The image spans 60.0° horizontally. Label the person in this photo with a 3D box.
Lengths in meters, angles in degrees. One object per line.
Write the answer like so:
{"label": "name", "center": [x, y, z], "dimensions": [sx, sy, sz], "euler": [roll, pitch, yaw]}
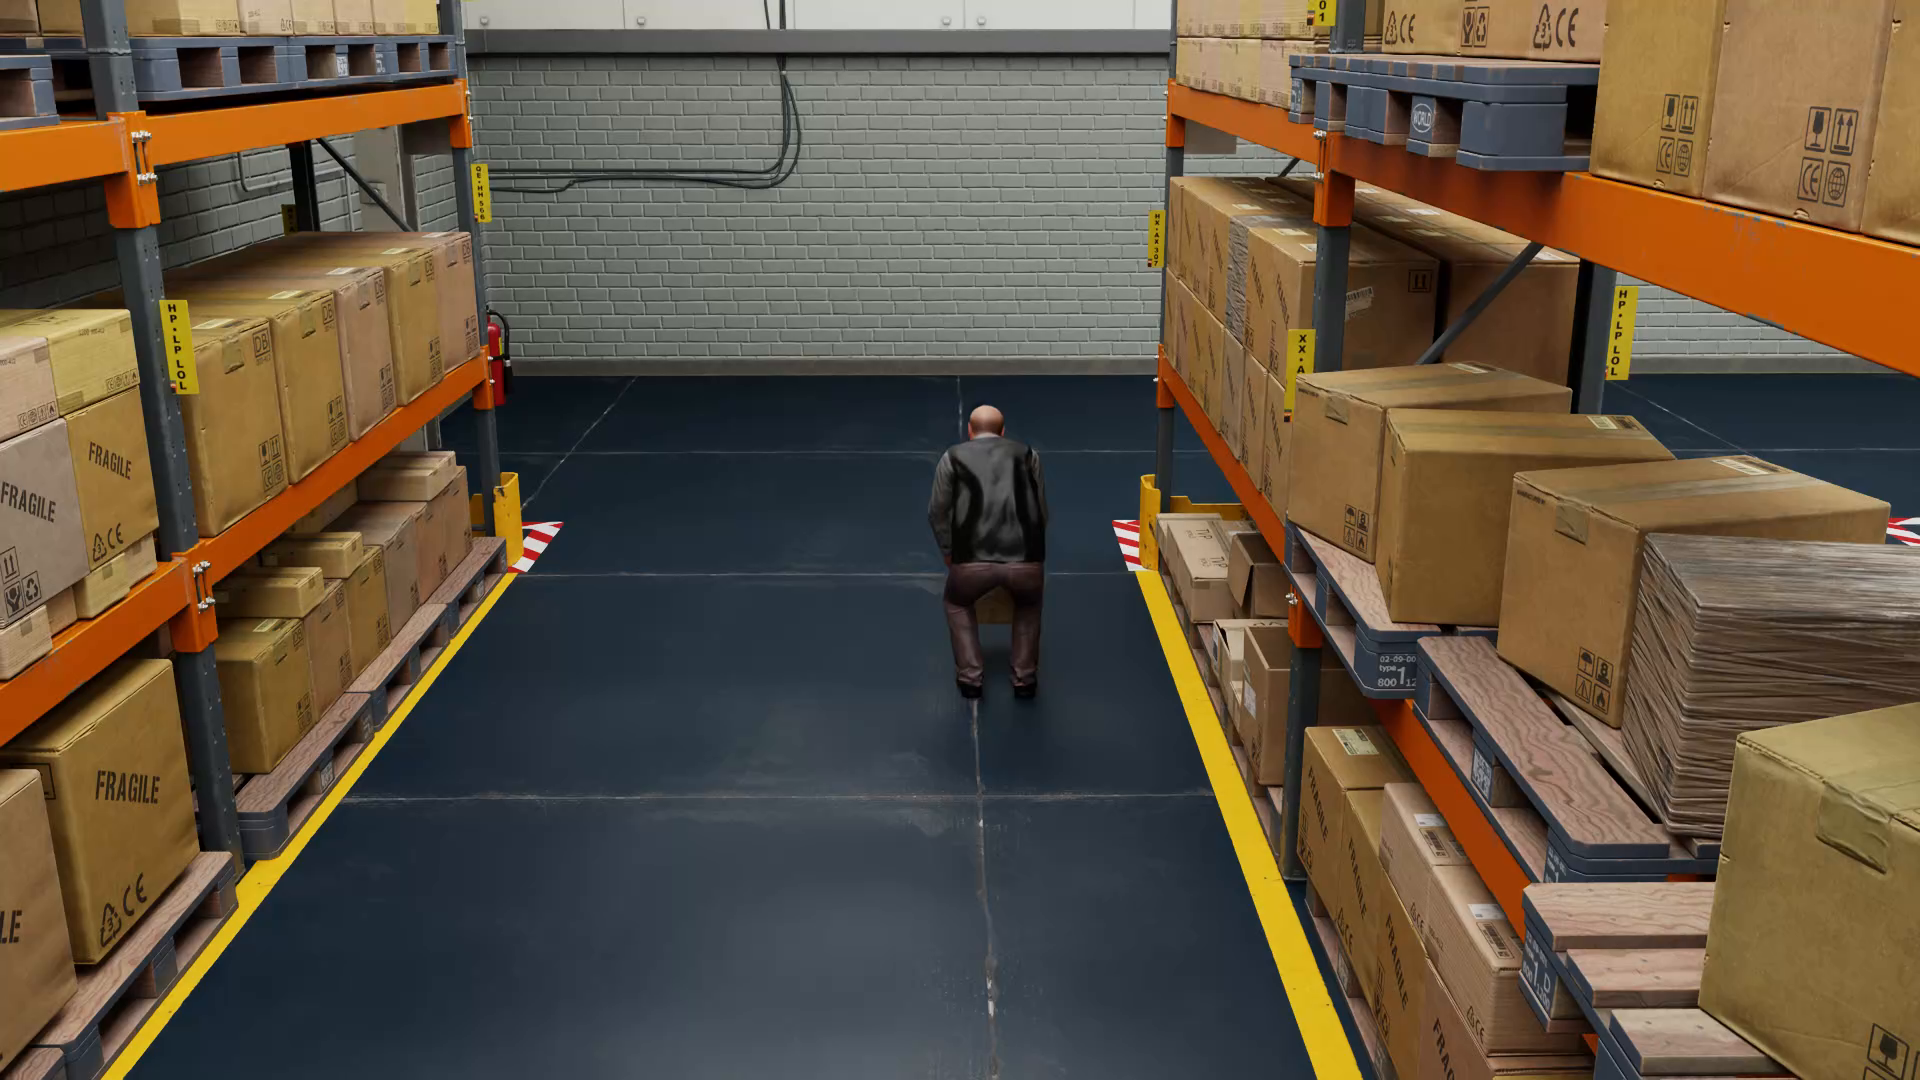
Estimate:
{"label": "person", "center": [0.138, 0.073, 8.008], "dimensions": [0.591, 1.342, 0.740], "euler": [0, 17, -1]}
